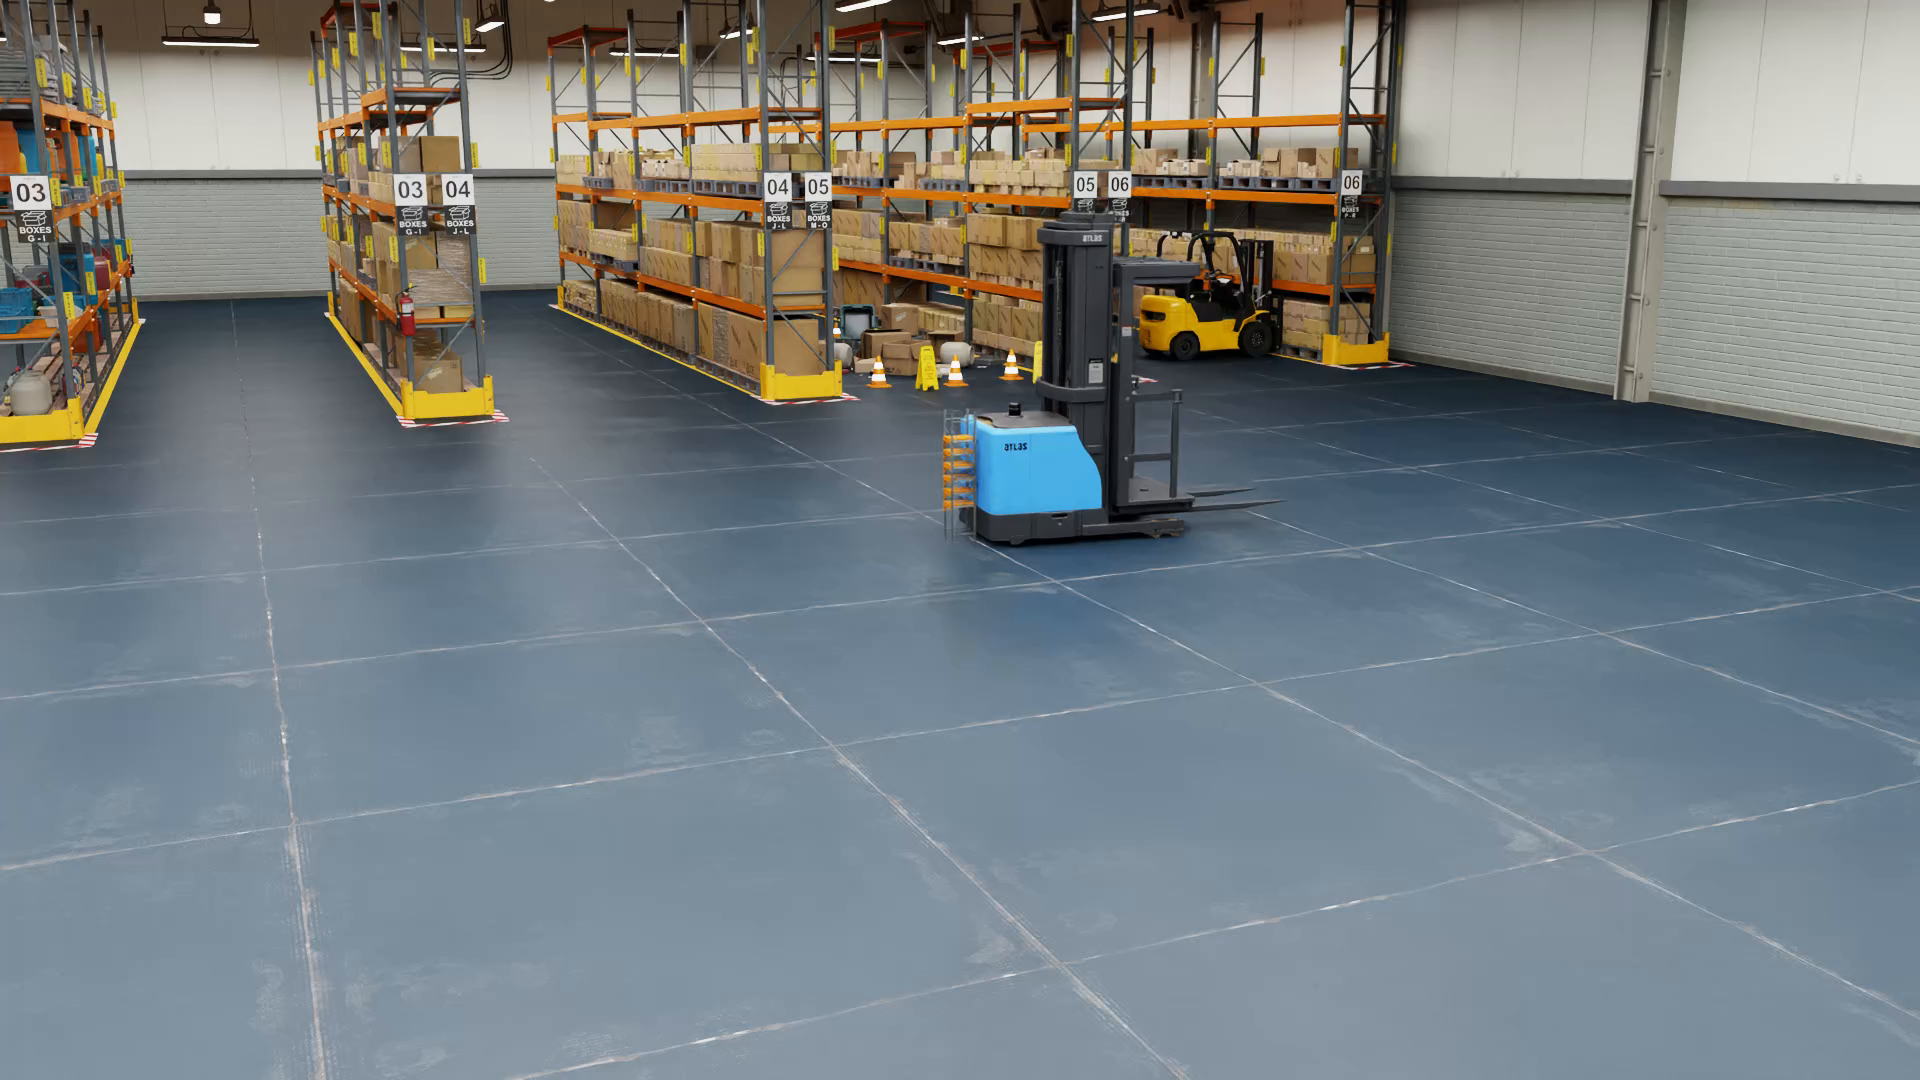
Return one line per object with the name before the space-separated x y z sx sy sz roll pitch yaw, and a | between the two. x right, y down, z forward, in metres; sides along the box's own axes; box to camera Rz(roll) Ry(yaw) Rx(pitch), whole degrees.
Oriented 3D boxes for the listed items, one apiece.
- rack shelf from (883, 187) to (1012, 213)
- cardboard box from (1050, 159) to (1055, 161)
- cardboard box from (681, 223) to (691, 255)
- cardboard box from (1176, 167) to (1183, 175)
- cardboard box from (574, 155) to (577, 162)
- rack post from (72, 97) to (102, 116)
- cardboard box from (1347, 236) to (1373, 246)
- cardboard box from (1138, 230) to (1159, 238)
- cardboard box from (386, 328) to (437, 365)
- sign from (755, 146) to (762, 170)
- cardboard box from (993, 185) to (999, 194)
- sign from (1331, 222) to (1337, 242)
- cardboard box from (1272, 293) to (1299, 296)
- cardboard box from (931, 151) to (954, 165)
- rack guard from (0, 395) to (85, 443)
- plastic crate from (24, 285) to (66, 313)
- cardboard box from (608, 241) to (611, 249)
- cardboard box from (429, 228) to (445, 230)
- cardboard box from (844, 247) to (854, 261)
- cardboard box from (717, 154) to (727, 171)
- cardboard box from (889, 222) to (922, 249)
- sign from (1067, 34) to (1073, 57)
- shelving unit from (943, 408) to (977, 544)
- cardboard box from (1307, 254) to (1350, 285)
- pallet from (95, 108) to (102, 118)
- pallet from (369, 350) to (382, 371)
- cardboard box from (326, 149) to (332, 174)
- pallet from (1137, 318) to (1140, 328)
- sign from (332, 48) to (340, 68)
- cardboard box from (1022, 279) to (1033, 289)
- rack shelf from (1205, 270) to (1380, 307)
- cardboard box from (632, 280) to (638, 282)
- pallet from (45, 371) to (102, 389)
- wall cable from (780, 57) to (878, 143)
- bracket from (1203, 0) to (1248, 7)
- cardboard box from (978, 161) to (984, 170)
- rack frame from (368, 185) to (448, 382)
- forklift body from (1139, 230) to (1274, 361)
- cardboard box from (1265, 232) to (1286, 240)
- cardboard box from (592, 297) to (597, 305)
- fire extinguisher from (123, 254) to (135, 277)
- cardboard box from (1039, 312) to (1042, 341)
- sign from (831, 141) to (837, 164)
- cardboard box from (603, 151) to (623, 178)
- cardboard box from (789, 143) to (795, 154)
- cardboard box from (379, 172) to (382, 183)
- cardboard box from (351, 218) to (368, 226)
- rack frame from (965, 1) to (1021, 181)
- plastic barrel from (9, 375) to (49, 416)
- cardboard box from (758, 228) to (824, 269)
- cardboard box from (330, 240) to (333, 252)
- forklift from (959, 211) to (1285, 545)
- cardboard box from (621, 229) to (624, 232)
rack shelf | -0.233 -6.389 31.144 1.077 0.370 4.000 -6 14 -23
cardboard box | 2.206 -8.342 36.734 0.380 0.149 0.250 -6 14 -23
cardboard box | -4.340 -5.140 28.369 0.700 0.500 0.500 -6 14 -24
cardboard box | 4.395 -7.106 32.051 0.380 0.149 0.250 -6 14 -23
cardboard box | -8.050 -8.180 35.629 0.380 0.149 0.250 -6 14 -23
rack post | -15.328 -7.447 28.579 0.937 0.300 0.954 -4 14 -17
cardboard box | 6.778 -5.085 28.251 0.380 0.149 0.250 -6 14 -24
cardboard box | 3.849 -6.204 33.744 0.380 0.149 0.250 -5 14 -22
cardboard box | -8.739 -3.095 26.537 0.700 0.500 0.500 -7 15 -27
sign | -2.828 -5.378 23.394 0.100 0.325 0.005 -6 14 -23
cardboard box | 0.786 -5.961 28.259 0.380 0.149 0.250 -5 14 -21
sign | 6.214 -5.120 27.629 0.100 0.325 0.005 -6 14 -23
cardboard box | 5.896 -4.372 30.439 0.500 0.250 0.500 -6 14 -23
cardboard box | -0.210 -7.018 30.560 0.500 0.250 0.500 -5 14 -22
rack guard | -11.522 -1.489 20.576 1.175 0.500 0.348 -6 14 -23
plastic crate | -12.958 -3.372 23.305 0.767 0.338 0.504 -6 14 -23
cardboard box | -6.663 -5.777 32.526 0.380 0.149 0.250 -5 14 -22
cardboard box | -7.075 -4.066 23.066 0.500 0.500 0.500 -6 14 -23
cardboard box | -2.111 -6.011 34.903 0.500 0.250 0.500 -6 14 -24
cardboard box | -3.379 -5.744 25.283 0.500 0.250 0.500 -5 14 -22
cardboard box | -1.066 -5.975 32.602 0.500 0.500 0.500 -6 14 -25
sign | 1.653 -7.447 25.047 0.100 0.325 0.005 -6 14 -23
shelving unit | -0.001 -0.581 15.100 0.258 1.200 0.189 -5 14 -21
cardboard box | 6.279 -4.614 28.311 0.500 0.500 0.500 -6 14 -24
pallet | -15.896 -7.642 29.620 1.003 0.211 1.213 -6 14 -23
pallet | -9.318 -3.024 27.848 1.003 0.211 1.213 -6 14 -23
cardboard box | -12.947 -7.982 35.059 0.700 0.500 0.500 -6 14 -25
pallet | 4.291 -4.356 33.603 1.003 0.211 1.213 -6 14 -23
sign | -10.622 -8.200 28.299 0.100 0.325 0.005 -6 14 -23
cardboard box | 1.248 -4.232 27.438 0.380 0.149 0.250 -6 14 -24
rack shelf | 5.915 -4.550 29.852 1.077 0.370 4.000 -6 14 -23
cardboard box | -6.408 -5.163 33.855 0.500 0.250 0.500 -5 14 -20
pallet | -13.401 -2.322 24.815 1.003 0.211 1.213 -6 14 -23
wall cable | -3.518 -11.746 45.959 2.988 3.039 0.133 -6 14 -23
bracket | 5.740 -9.975 30.408 0.076 0.066 4.783 -6 14 -23
cardboard box | 0.526 -6.446 28.586 0.380 0.149 0.250 -5 14 -21
rack frame | -8.513 -3.969 25.748 1.000 3.000 0.127 -6 14 -23
forklift body | 4.285 -4.301 29.062 2.313 2.155 1.214 -6 14 -23
cardboard box | 5.675 -5.422 29.703 0.380 0.149 0.250 -6 14 -23
cardboard box | -7.549 -5.046 35.133 0.380 0.149 0.250 -5 14 -22
fire extinguisher | -17.502 -5.854 34.890 0.296 0.674 0.183 -6 14 -23
cardboard box | 1.610 -3.410 26.836 0.500 0.500 0.500 -6 14 -23
sign | -1.814 -5.545 23.788 0.100 0.325 0.005 -6 14 -23
cardboard box | -6.634 -7.435 32.907 0.797 0.503 0.637 -6 14 -24
cardboard box | -2.267 -5.700 24.211 0.380 0.149 0.250 -6 14 -23
cardboard box | -8.108 -5.191 23.822 0.380 0.149 0.250 -6 14 -24
cardboard box | -10.926 -5.759 31.032 0.797 0.503 0.637 -5 14 -21
rack frame | 0.568 -7.787 28.939 1.000 3.000 0.127 -6 14 -23
plastic barrel | -11.782 -1.817 21.035 0.421 0.512 0.421 0 13 0
cardboard box | -2.438 -4.249 24.230 0.875 0.550 0.550 -6 14 -23
cardboard box | -12.962 -6.186 34.998 0.500 0.250 0.500 -6 14 -25
forklift | 1.565 -1.556 15.473 3.031 2.935 1.130 -4 14 -17
cardboard box | -6.792 -6.356 34.367 0.380 0.149 0.250 -5 14 -20
